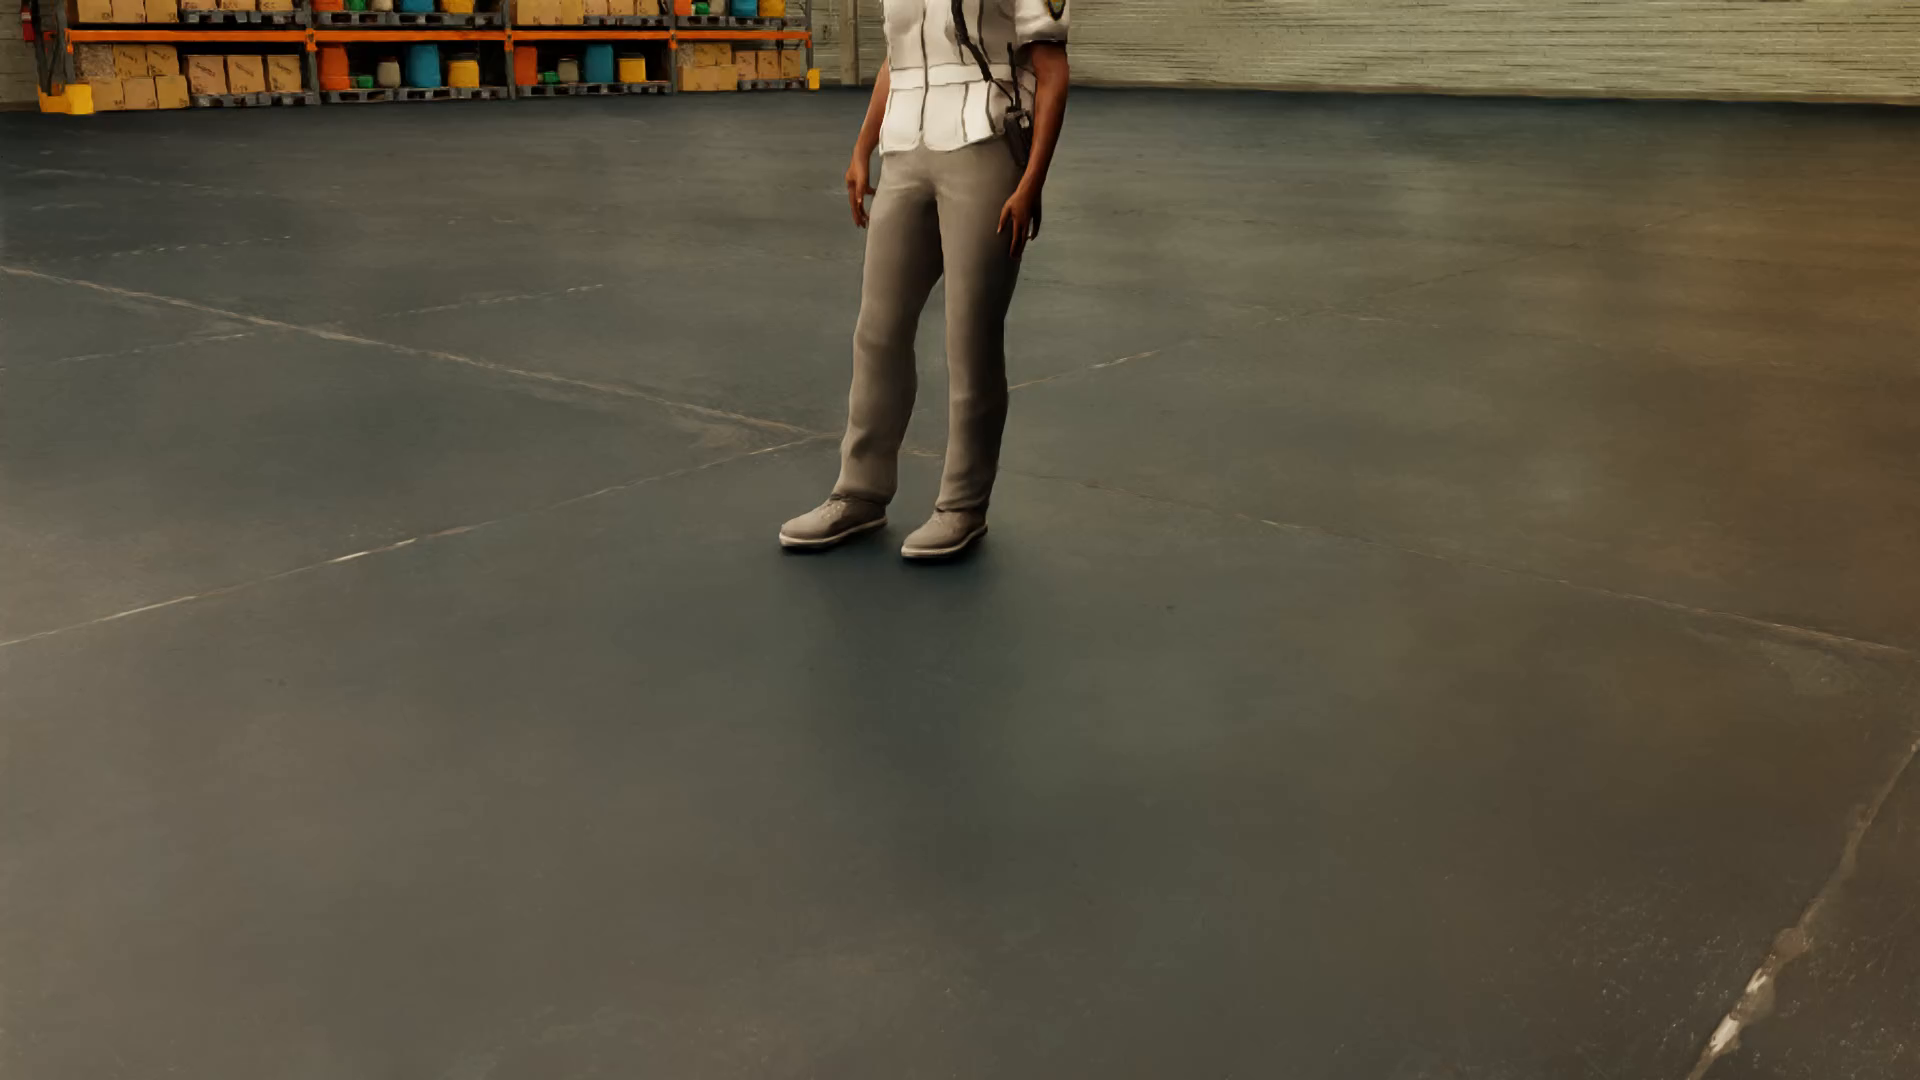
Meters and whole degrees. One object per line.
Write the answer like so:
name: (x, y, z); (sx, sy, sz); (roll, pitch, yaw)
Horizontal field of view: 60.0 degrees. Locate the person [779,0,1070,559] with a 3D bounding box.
person: (-0.063, -0.805, 3.650); (0.570, 1.695, 0.529); (13, 21, 37)
